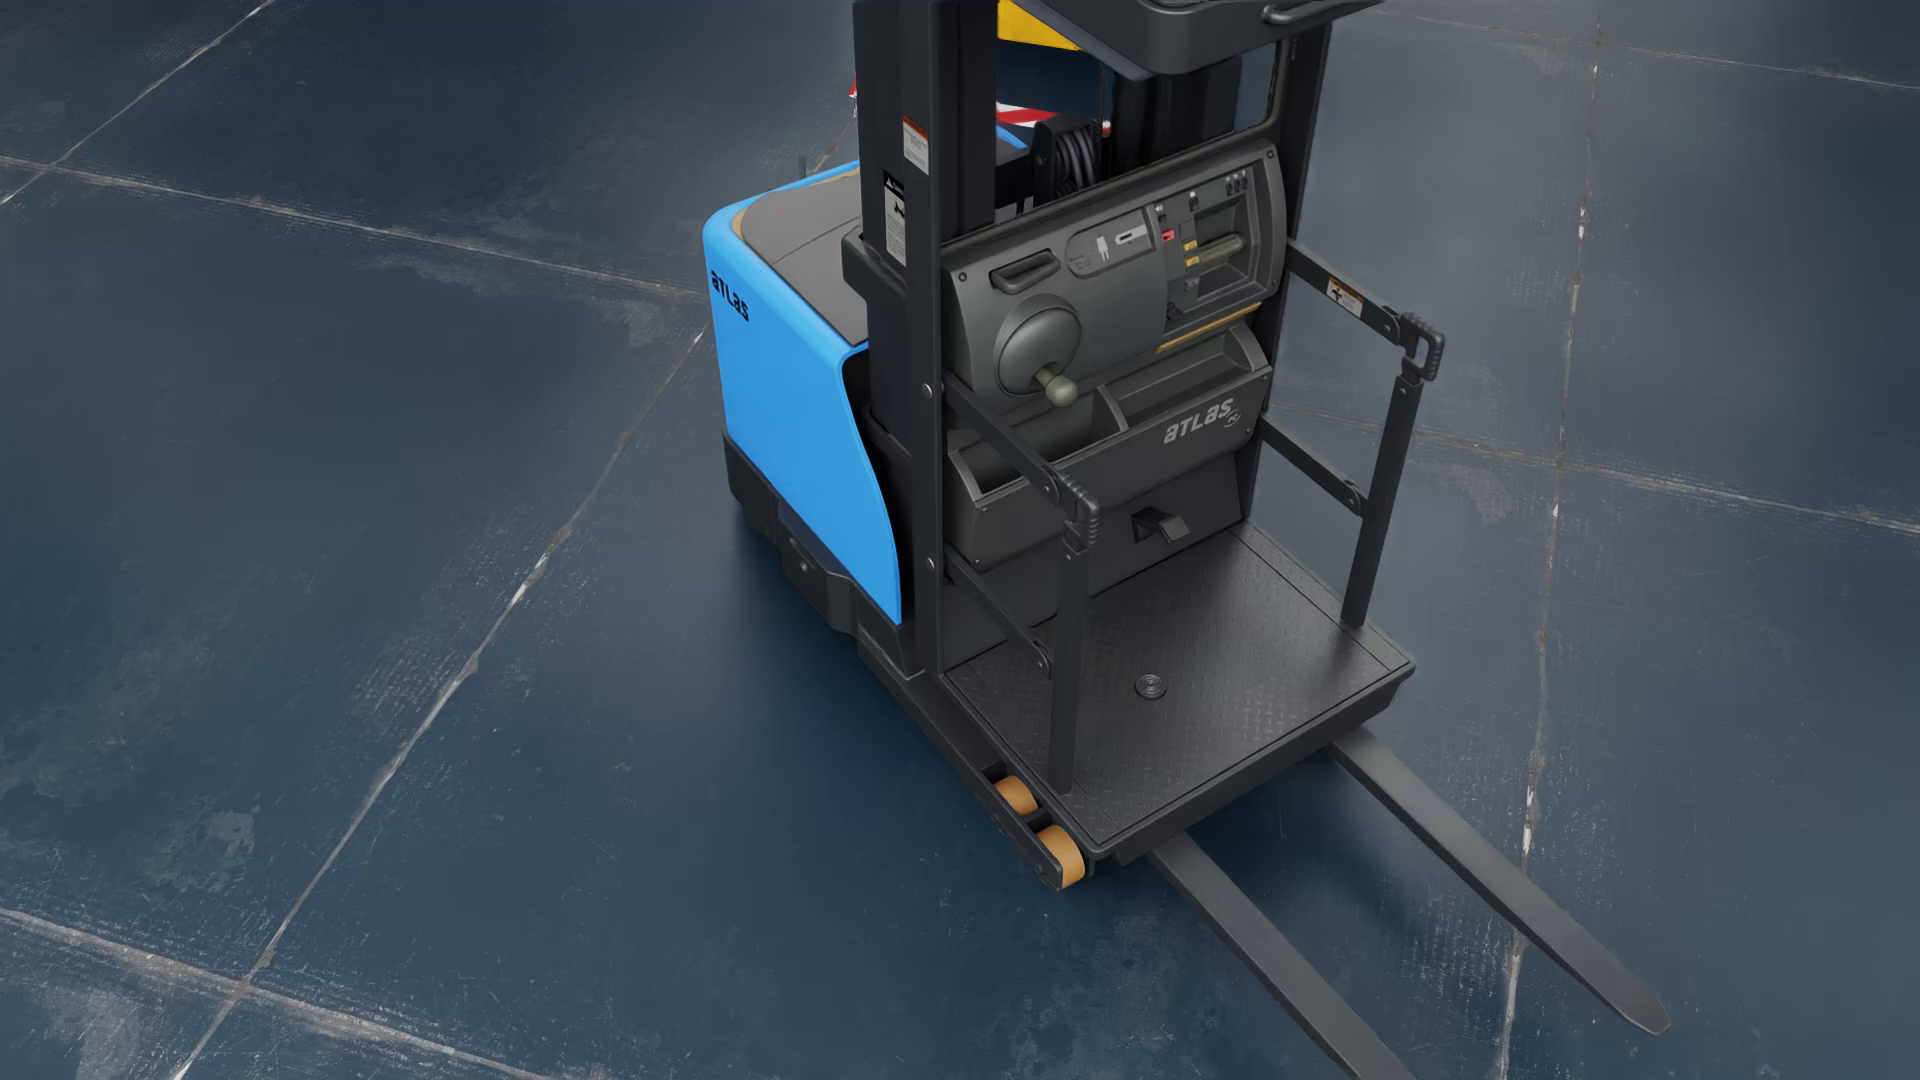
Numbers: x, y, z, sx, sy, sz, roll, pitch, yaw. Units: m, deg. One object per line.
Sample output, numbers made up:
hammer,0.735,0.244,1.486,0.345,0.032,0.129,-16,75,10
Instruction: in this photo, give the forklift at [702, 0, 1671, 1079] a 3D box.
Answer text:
forklift,0.504,-0.528,3.694,1.130,2.935,3.031,-25,50,-24

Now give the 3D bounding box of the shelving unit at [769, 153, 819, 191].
shelving unit,-0.433,-0.791,5.415,0.258,0.900,0.210,15,46,15

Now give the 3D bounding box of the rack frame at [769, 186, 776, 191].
rack frame,-0.470,-0.725,5.347,0.240,0.900,0.006,15,46,15

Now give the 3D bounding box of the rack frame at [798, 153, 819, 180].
rack frame,-0.395,-0.857,5.482,0.240,0.900,0.006,15,46,15

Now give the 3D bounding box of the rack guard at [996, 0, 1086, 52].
rack guard,0.365,-2.543,7.492,1.175,0.500,0.348,13,46,13
